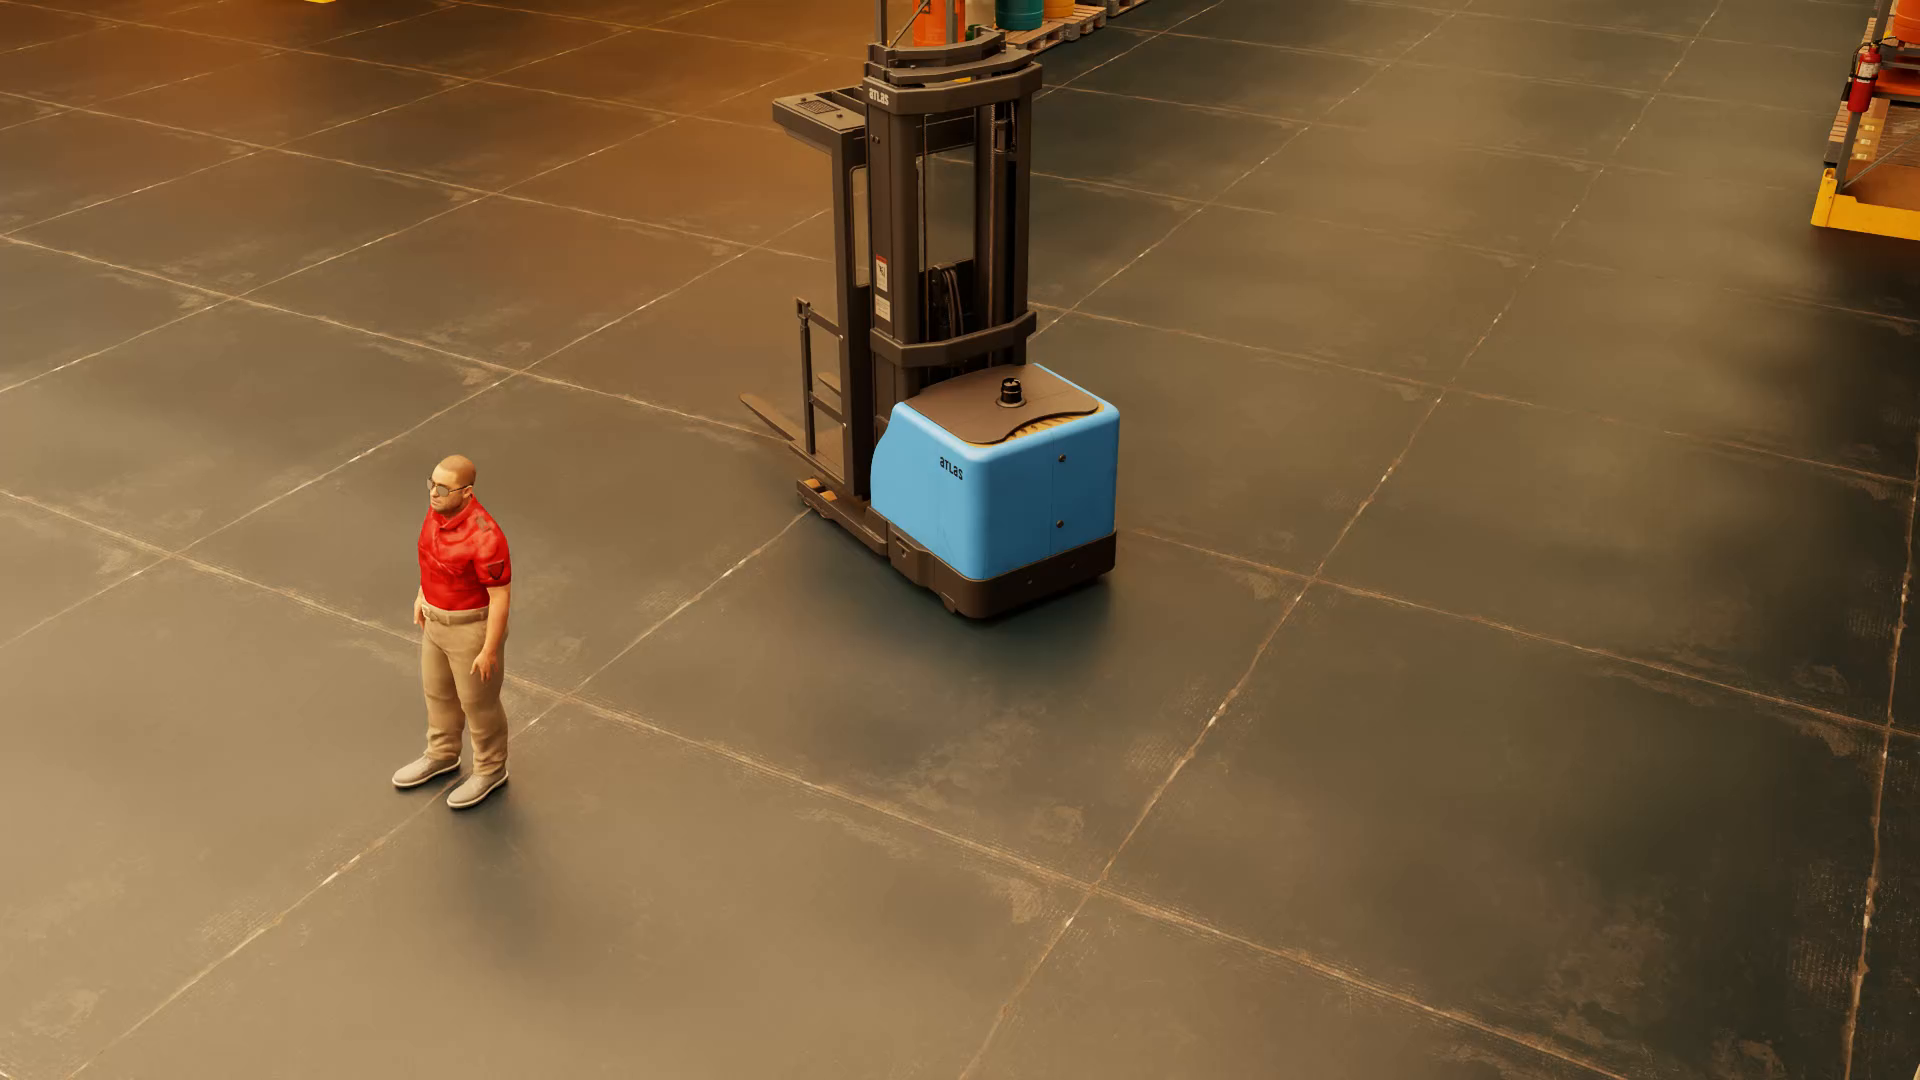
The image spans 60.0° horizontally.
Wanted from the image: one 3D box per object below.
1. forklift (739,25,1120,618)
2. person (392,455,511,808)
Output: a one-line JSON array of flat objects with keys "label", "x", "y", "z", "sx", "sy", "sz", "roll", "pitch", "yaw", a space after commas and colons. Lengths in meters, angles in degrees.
[{"label": "forklift", "x": -0.357, "y": -1.527, "z": 9.716, "sx": 1.130, "sy": 2.935, "sz": 3.031, "roll": -19, "pitch": 35, "yaw": -30}, {"label": "person", "x": -2.322, "y": 0.430, "z": 7.512, "sx": 0.550, "sy": 1.729, "sz": 0.642, "roll": -26, "pitch": 39, "yaw": -37}]
